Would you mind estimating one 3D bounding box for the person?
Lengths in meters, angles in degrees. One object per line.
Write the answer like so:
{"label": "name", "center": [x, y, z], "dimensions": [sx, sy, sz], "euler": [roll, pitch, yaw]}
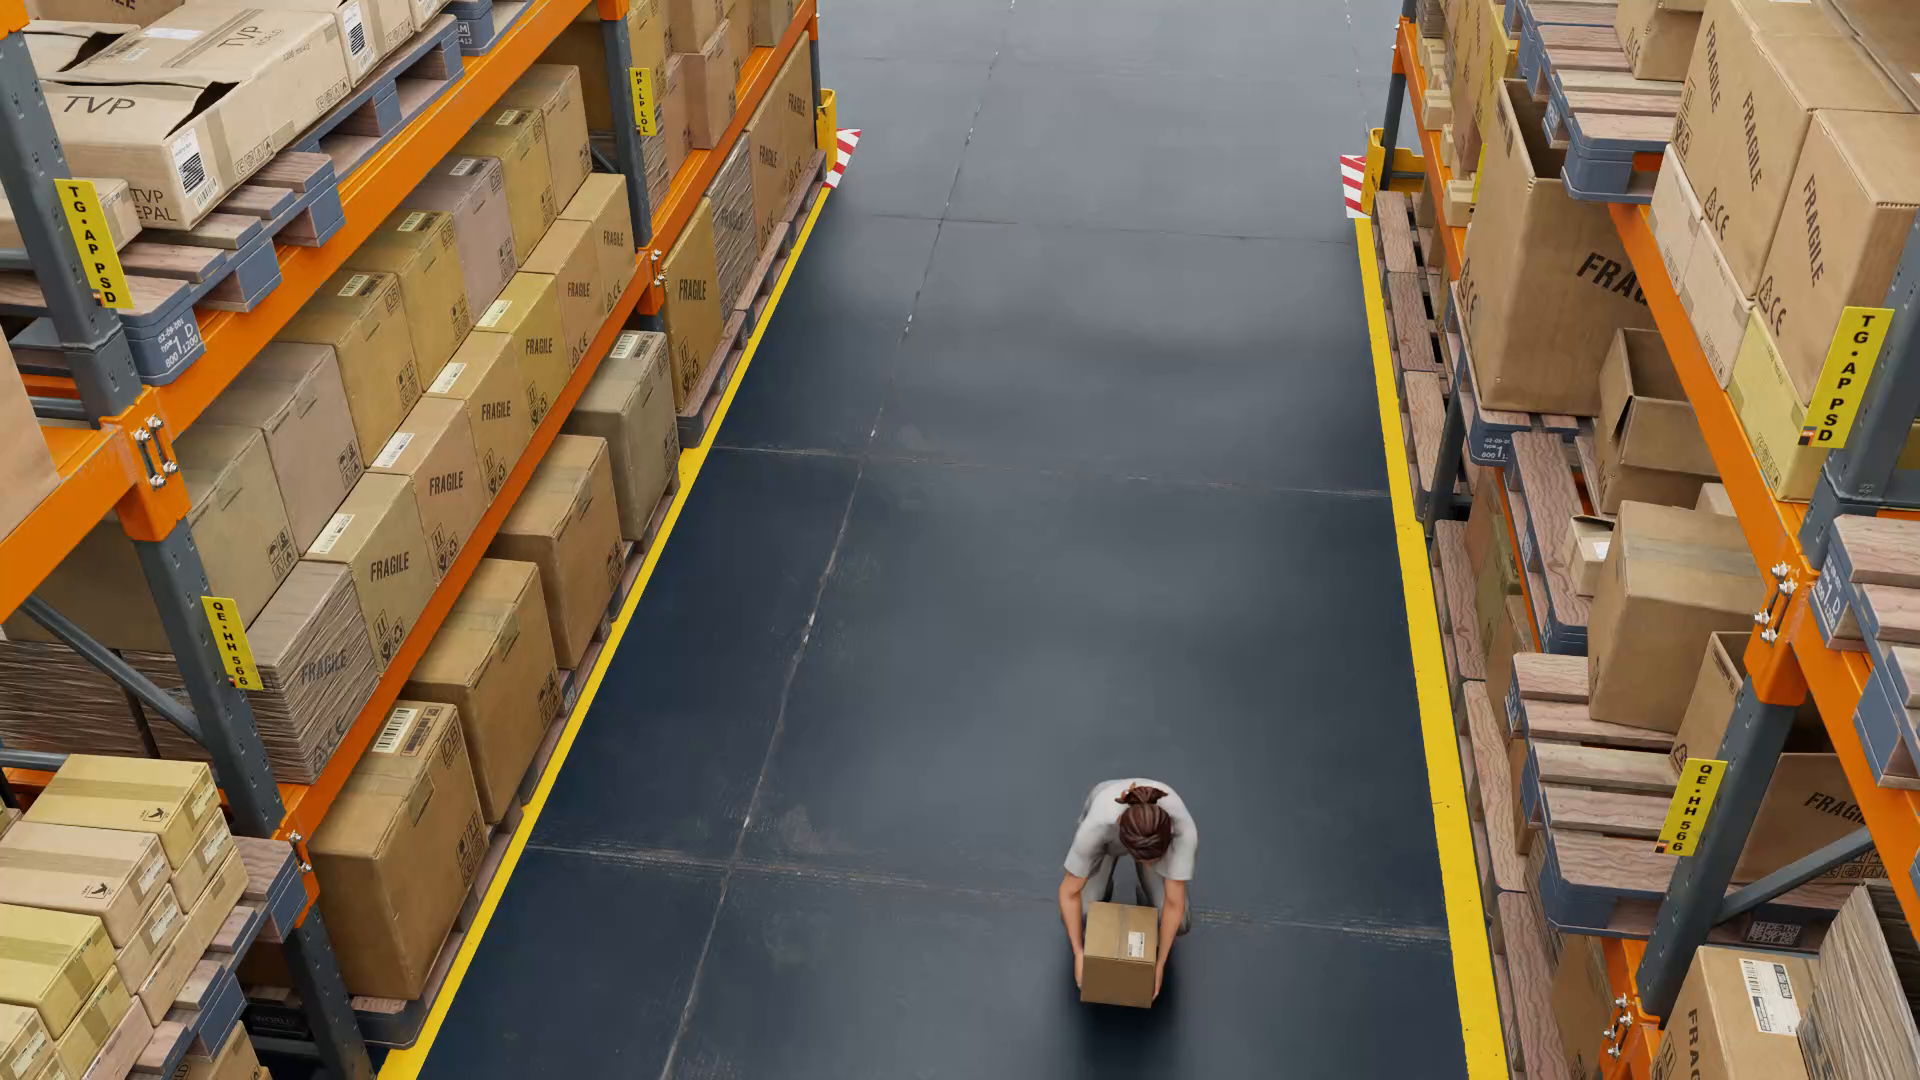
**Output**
{"label": "person", "center": [0.617, 1.172, 6.073], "dimensions": [0.485, 0.938, 0.794], "euler": [4, 36, 6]}
